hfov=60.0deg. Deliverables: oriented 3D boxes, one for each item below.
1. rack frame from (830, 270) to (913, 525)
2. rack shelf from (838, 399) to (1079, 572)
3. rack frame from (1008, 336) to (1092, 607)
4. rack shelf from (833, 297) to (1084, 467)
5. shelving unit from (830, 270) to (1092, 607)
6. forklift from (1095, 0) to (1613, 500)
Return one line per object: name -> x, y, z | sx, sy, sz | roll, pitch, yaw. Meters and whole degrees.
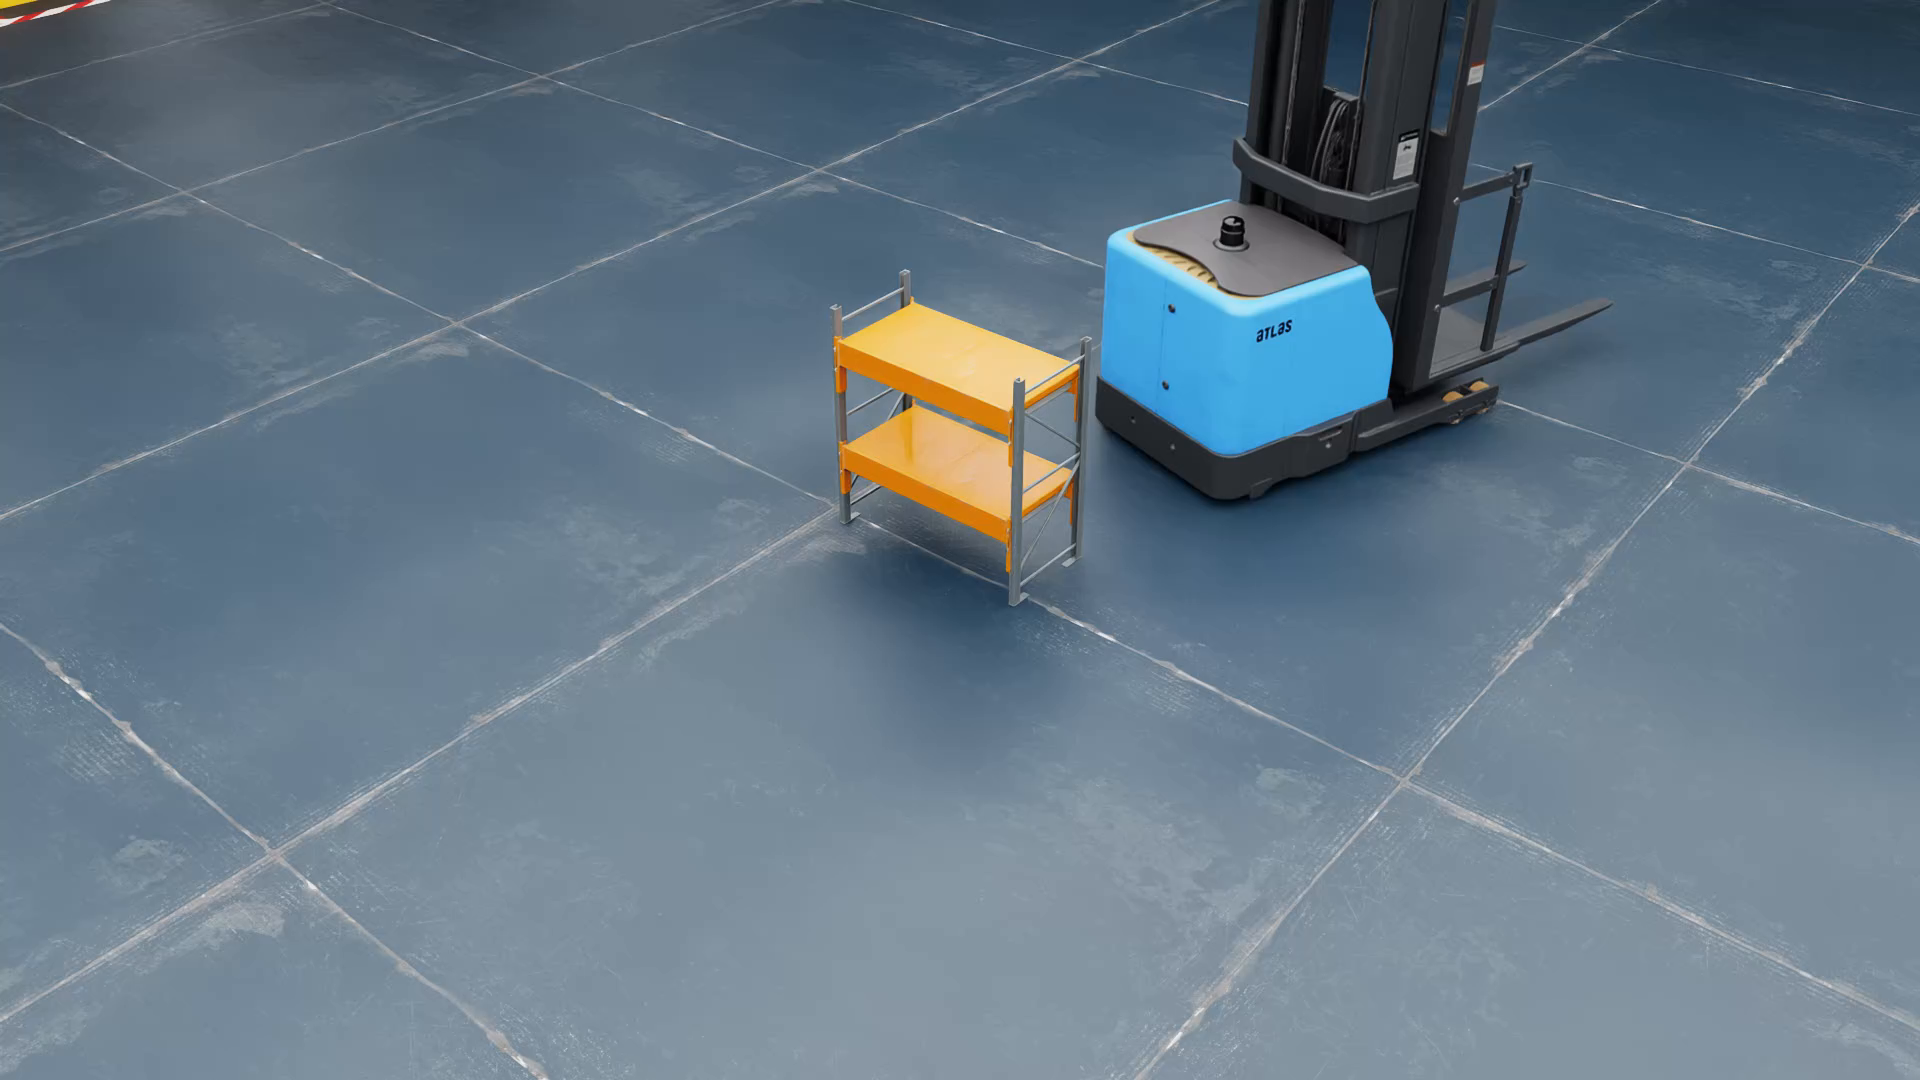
rack frame -> -0.396, -0.650, 7.703 | 0.032, 1.125, 0.500 | 25, 42, 32
rack shelf -> -0.005, -0.265, 7.574 | 1.000, 0.278, 0.538 | 25, 42, 32
rack frame -> 0.385, -0.282, 7.167 | 0.032, 1.125, 0.500 | 25, 42, 32
rack shelf -> -0.005, -0.707, 7.269 | 1.000, 0.278, 0.538 | 25, 42, 32
shelving unit -> -0.005, -0.466, 7.435 | 1.048, 1.125, 0.538 | 25, 42, 32
forklift -> 2.206, -2.037, 8.127 | 3.031, 2.935, 1.130 | -21, 39, -27
